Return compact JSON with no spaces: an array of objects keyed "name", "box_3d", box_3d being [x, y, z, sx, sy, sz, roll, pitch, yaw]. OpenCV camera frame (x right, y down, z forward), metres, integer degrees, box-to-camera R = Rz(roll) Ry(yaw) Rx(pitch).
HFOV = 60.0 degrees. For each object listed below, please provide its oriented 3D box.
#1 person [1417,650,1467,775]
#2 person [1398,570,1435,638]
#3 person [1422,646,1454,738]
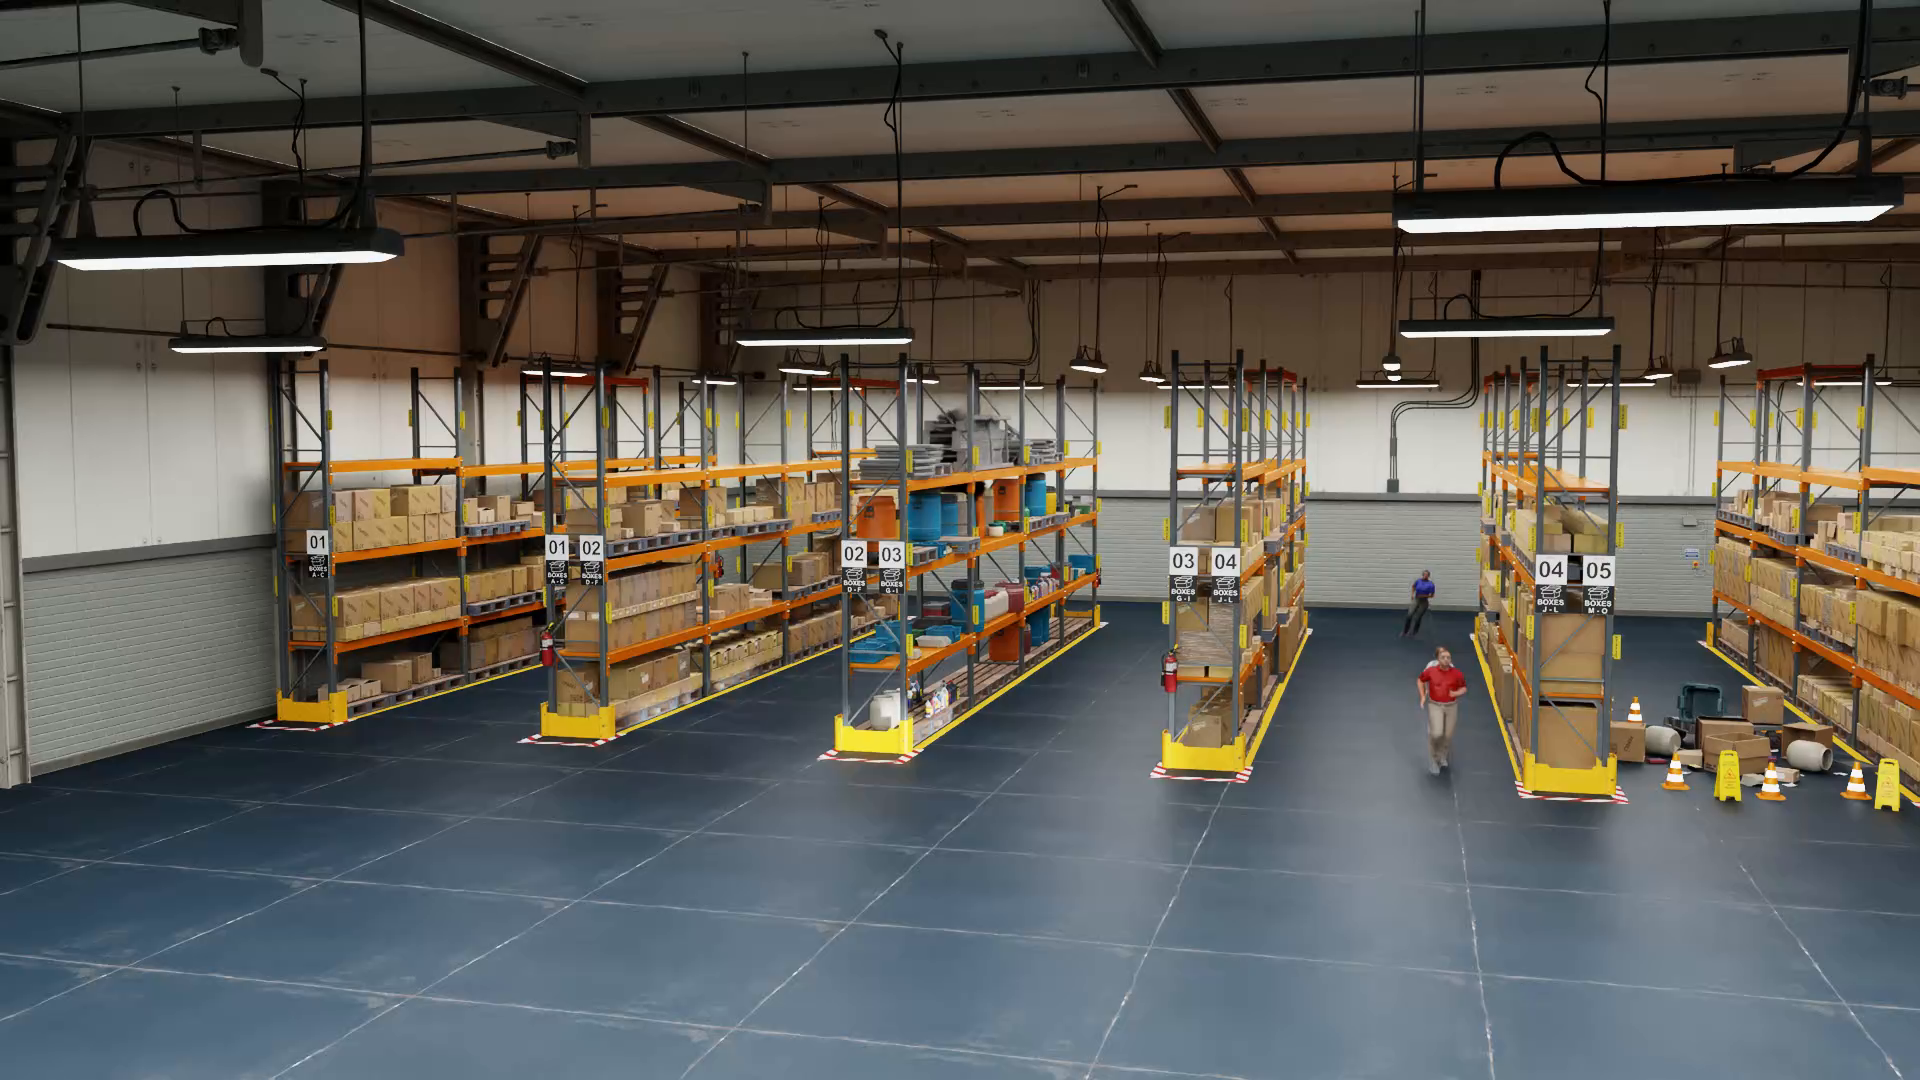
[{"name":"person","box_3d":[6.872,2.455,23.665,0.632,1.787,0.761,0,4,4]},{"name":"person","box_3d":[10.551,1.461,38.245,0.763,1.590,0.692,3,5,33]},{"name":"person","box_3d":[7.334,2.402,25.391,0.534,1.558,0.496,0,4,4]}]
